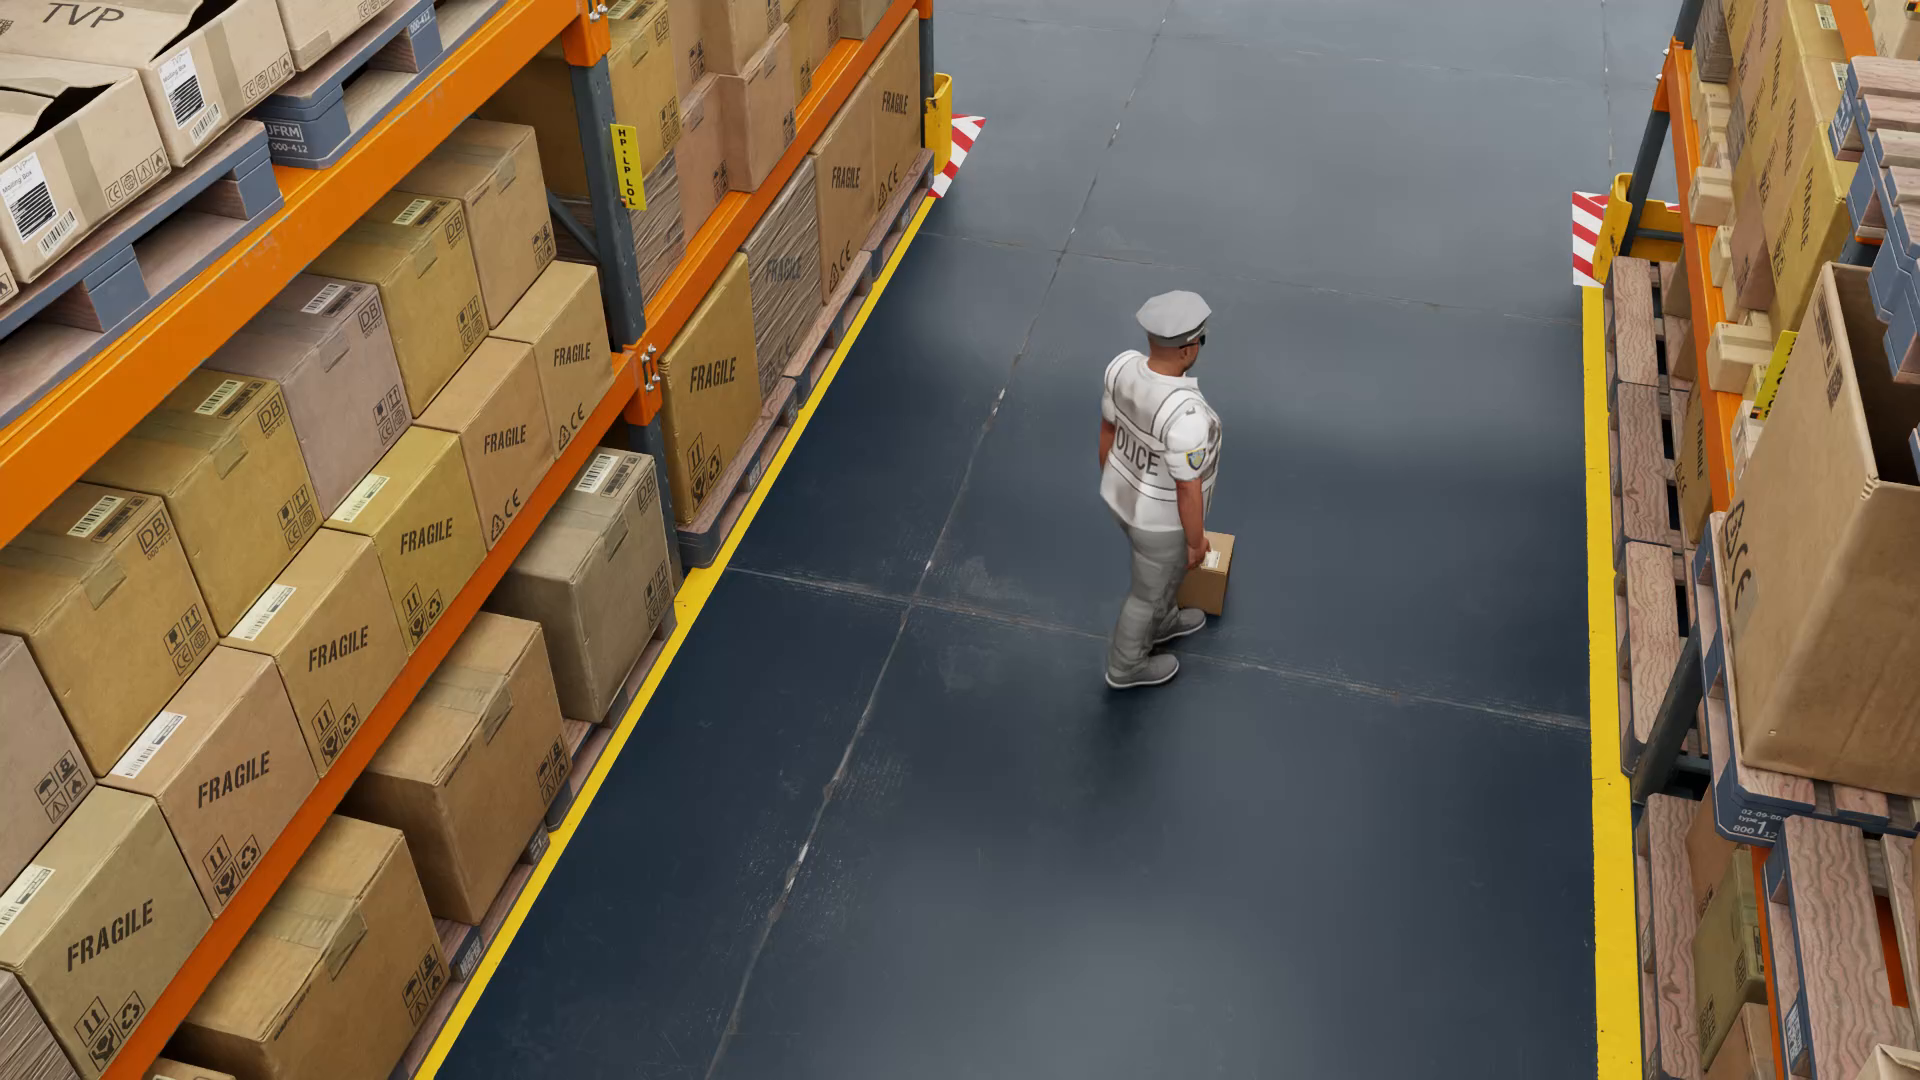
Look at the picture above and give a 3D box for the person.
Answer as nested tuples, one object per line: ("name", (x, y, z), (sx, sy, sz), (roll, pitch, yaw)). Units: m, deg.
("person", (0.841, -0.163, 6.335), (0.594, 1.771, 0.551), (-18, 44, -20))
